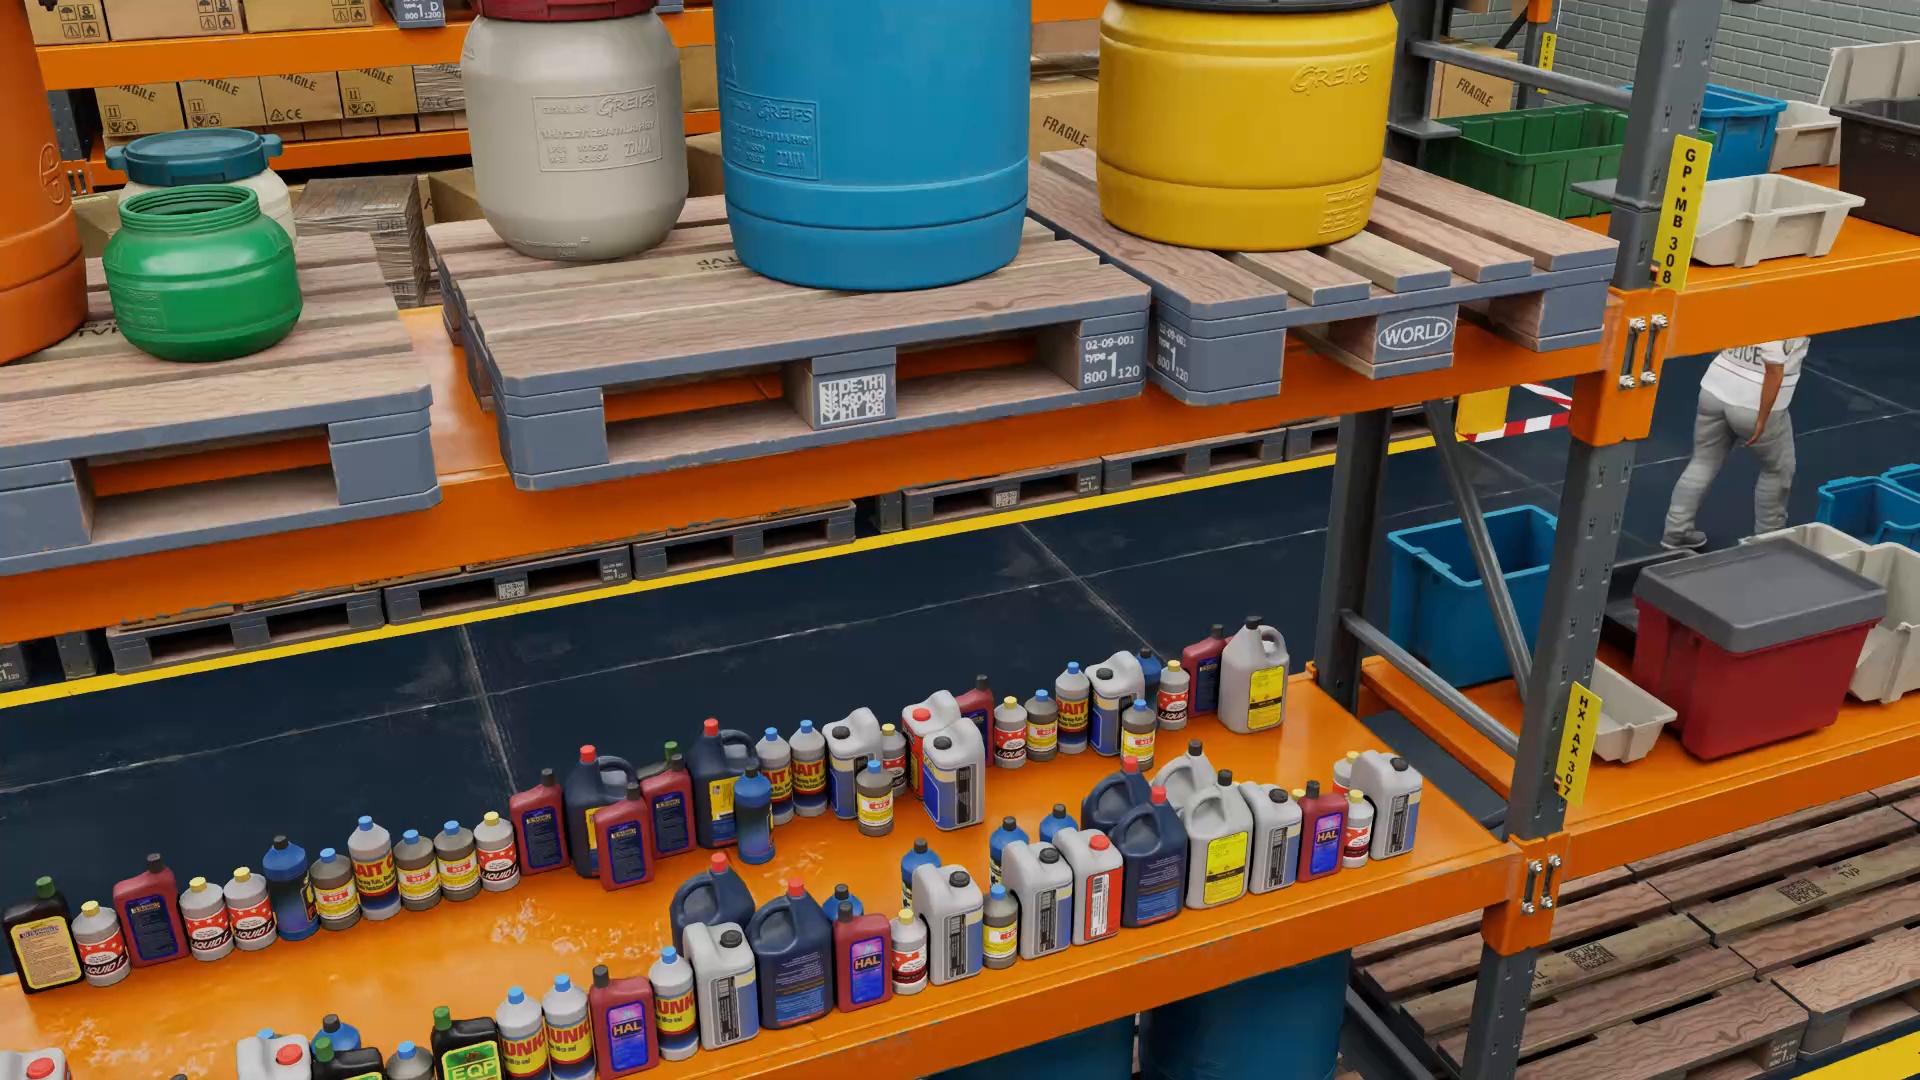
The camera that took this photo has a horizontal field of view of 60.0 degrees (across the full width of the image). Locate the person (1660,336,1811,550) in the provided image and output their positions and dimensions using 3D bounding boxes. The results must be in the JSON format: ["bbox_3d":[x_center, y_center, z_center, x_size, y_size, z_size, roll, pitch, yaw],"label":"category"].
[{"bbox_3d":[4.073,-0.682,8.538,0.730,1.709,0.491,-10,28,-19],"label":"person"}]
